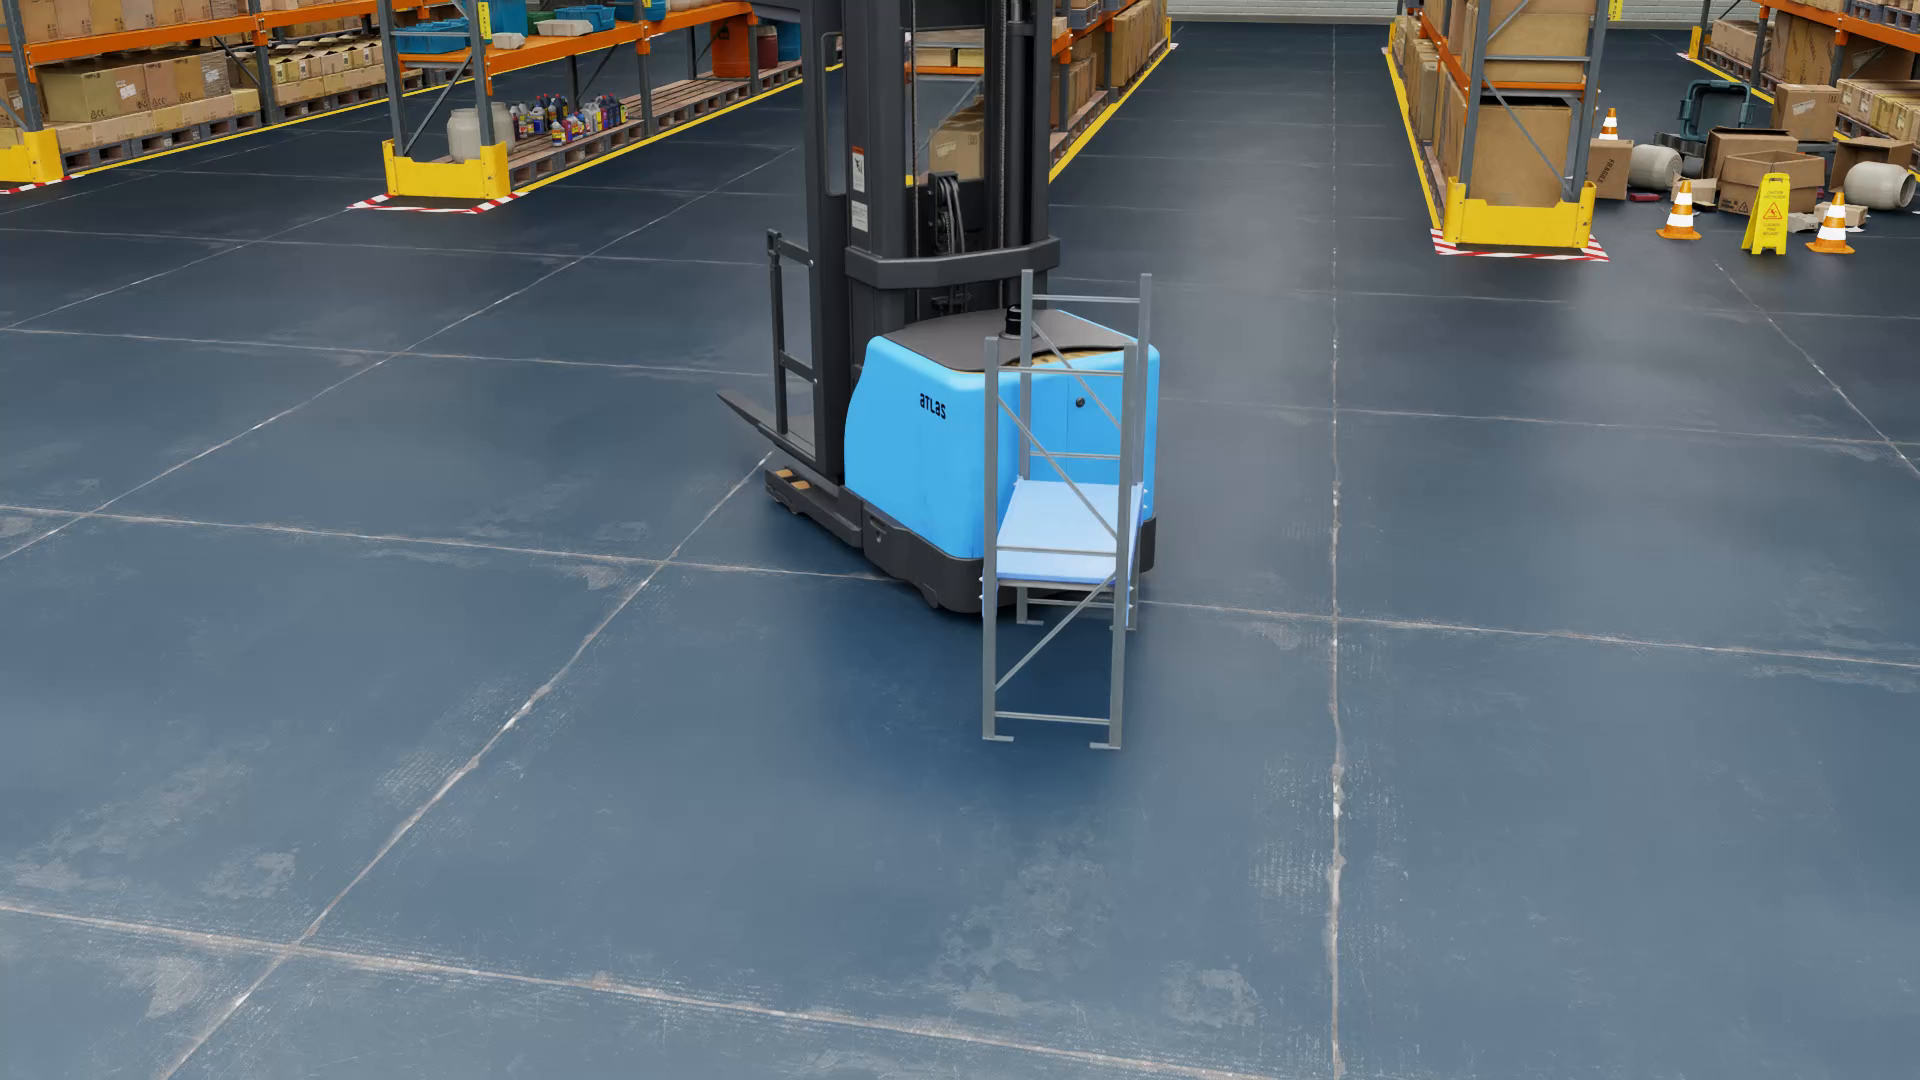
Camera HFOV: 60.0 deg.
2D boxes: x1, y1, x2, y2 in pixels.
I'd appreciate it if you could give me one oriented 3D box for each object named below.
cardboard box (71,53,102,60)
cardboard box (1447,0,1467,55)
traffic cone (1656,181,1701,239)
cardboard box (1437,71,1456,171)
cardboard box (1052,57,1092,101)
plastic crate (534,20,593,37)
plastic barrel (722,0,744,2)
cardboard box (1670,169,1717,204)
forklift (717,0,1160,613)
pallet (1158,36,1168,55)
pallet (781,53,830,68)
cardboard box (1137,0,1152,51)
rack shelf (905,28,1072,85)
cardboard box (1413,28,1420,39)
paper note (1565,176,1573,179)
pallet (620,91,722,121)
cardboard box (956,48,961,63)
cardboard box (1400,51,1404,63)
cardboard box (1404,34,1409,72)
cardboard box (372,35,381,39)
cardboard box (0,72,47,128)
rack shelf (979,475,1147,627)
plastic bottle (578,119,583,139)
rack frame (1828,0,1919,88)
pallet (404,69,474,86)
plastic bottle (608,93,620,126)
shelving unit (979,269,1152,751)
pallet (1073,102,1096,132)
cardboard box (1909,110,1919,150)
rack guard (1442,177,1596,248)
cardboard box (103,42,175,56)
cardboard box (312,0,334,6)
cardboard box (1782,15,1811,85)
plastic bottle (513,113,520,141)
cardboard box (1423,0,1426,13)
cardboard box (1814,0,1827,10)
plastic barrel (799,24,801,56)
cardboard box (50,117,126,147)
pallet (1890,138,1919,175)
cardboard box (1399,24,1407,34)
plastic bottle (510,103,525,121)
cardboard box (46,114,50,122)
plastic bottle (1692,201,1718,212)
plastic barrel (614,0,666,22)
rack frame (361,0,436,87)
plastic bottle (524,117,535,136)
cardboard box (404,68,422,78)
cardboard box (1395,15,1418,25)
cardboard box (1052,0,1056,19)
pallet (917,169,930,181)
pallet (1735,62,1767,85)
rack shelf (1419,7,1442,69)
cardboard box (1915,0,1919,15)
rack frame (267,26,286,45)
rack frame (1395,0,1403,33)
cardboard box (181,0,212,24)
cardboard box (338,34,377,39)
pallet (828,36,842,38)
[{"bbox_3d":[-13.116,-7.199,24.470,0.700,0.500,0.500,5,22,12],"label":"cardboard box"},{"bbox_3d":[5.167,-4.953,15.937,0.875,0.550,0.550,4,22,11],"label":"cardboard box"},{"bbox_3d":[6.228,-2.857,14.329,0.336,0.463,0.334,4,22,11],"label":"traffic cone"},{"bbox_3d":[5.169,-4.066,16.215,0.875,0.875,0.875,5,22,11],"label":"cardboard box"},{"bbox_3d":[1.310,-5.883,21.203,0.700,0.500,0.500,3,22,6],"label":"cardboard box"},{"bbox_3d":[-4.221,-5.468,17.769,0.530,0.136,0.437,4,22,11],"label":"plastic crate"},{"bbox_3d":[-3.119,-7.537,22.370,0.600,0.536,0.708,4,22,11],"label":"plastic barrel"},{"bbox_3d":[6.998,-3.374,15.875,0.396,0.266,0.258,8,23,20],"label":"cardboard box"},{"bbox_3d":[-0.315,-1.561,7.807,1.130,2.935,3.031,-12,25,-28],"label":"forklift"},{"bbox_3d":[3.073,-8.623,28.981,1.003,0.211,1.213,4,22,11],"label":"pallet"},{"bbox_3d":[-2.703,-7.557,26.335,1.003,0.211,1.213,4,22,11],"label":"pallet"},{"bbox_3d":[2.557,-8.196,26.472,0.875,0.875,0.875,4,22,11],"label":"cardboard box"},{"bbox_3d":[0.303,-4.761,16.623,1.077,0.370,4.000,4,22,11],"label":"rack shelf"},{"bbox_3d":[6.338,-6.713,22.286,0.500,0.250,0.500,5,22,12],"label":"cardboard box"},{"bbox_3d":[6.295,-3.719,17.046,0.147,0.020,0.142,-11,25,-26],"label":"paper note"},{"bbox_3d":[-3.769,-5.648,21.594,1.003,0.211,1.213,4,22,11],"label":"pallet"},{"bbox_3d":[-0.197,-4.458,15.244,0.380,0.149,0.250,4,22,11],"label":"cardboard box"},{"bbox_3d":[6.925,-7.379,25.413,0.380,0.149,0.250,5,22,12],"label":"cardboard box"},{"bbox_3d":[6.768,-7.122,24.306,0.500,0.500,0.500,5,23,13],"label":"cardboard box"},{"bbox_3d":[-8.036,-7.015,23.623,0.500,0.311,0.500,5,22,12],"label":"cardboard box"},{"bbox_3d":[-9.984,-4.606,17.389,0.500,0.500,0.500,4,22,11],"label":"cardboard box"},{"bbox_3d":[0.409,0.021,6.276,0.538,0.185,1.000,3,22,8],"label":"rack shelf"},{"bbox_3d":[-4.168,-4.484,18.129,0.097,0.201,0.097,0,22,0],"label":"plastic bottle"},{"bbox_3d":[11.229,-6.533,20.061,1.000,3.000,0.127,4,22,11],"label":"rack frame"},{"bbox_3d":[-7.980,-7.022,25.007,1.003,0.211,1.213,4,22,11],"label":"pallet"},{"bbox_3d":[-3.987,-4.921,19.015,0.144,0.351,0.185,4,22,9],"label":"plastic bottle"},{"bbox_3d":[0.409,-0.146,6.208,0.538,1.500,1.048,3,22,8],"label":"shelving unit"},{"bbox_3d":[1.115,-5.265,20.644,1.003,0.211,1.213,4,22,11],"label":"pallet"},{"bbox_3d":[10.517,-4.238,17.318,0.950,0.372,0.625,5,22,12],"label":"cardboard box"},{"bbox_3d":[4.725,-2.780,14.087,1.175,0.500,0.348,4,22,11],"label":"rack guard"},{"bbox_3d":[-12.741,-7.878,25.715,0.750,0.750,0.750,4,22,10],"label":"cardboard box"},{"bbox_3d":[-8.604,-7.284,21.792,0.500,0.500,0.500,4,22,11],"label":"cardboard box"},{"bbox_3d":[11.820,-6.642,22.612,0.875,0.875,0.875,5,22,12],"label":"cardboard box"},{"bbox_3d":[-4.826,-4.472,17.989,0.061,0.283,0.133,4,22,11],"label":"plastic bottle"},{"bbox_3d":[6.006,-6.777,20.531,0.500,0.500,0.500,5,22,12],"label":"cardboard box"},{"bbox_3d":[11.167,-6.857,21.064,0.500,0.250,0.500,5,22,12],"label":"cardboard box"},{"bbox_3d":[-2.633,-8.153,26.329,0.600,0.901,0.708,4,22,11],"label":"plastic barrel"},{"bbox_3d":[-9.377,-4.401,17.885,0.500,0.250,0.500,4,22,11],"label":"cardboard box"},{"bbox_3d":[10.570,-4.062,17.657,1.003,0.211,1.213,4,22,11],"label":"pallet"},{"bbox_3d":[7.191,-8.118,26.452,0.380,0.149,0.250,4,22,9],"label":"cardboard box"},{"bbox_3d":[-4.872,-4.623,18.274,0.144,0.351,0.185,5,23,13],"label":"plastic bottle"},{"bbox_3d":[-9.892,-4.441,17.985,0.500,0.250,0.500,4,22,11],"label":"cardboard box"},{"bbox_3d":[6.927,-3.114,15.504,0.133,0.061,0.283,-3,22,-8],"label":"plastic bottle"},{"bbox_3d":[-3.762,-6.554,19.442,0.600,0.901,0.708,4,22,11],"label":"plastic barrel"},{"bbox_3d":[-8.170,-8.045,23.815,1.000,3.000,0.127,4,22,11],"label":"rack frame"},{"bbox_3d":[-4.745,-4.560,18.318,0.097,0.201,0.097,0,22,0],"label":"plastic bottle"},{"bbox_3d":[-8.038,-6.754,23.726,0.500,0.250,0.500,5,22,12],"label":"cardboard box"},{"bbox_3d":[7.555,-8.782,28.102,0.380,0.149,0.250,3,22,8],"label":"cardboard box"},{"bbox_3d":[0.559,-5.851,17.833,0.875,0.500,0.500,4,22,11],"label":"cardboard box"},{"bbox_3d":[0.111,-3.392,15.993,1.003,0.211,1.213,4,22,11],"label":"pallet"},{"bbox_3d":[12.277,-6.975,24.890,1.003,0.211,1.213,4,22,11],"label":"pallet"},{"bbox_3d":[5.954,-5.809,19.224,1.077,0.370,4.000,4,22,11],"label":"rack shelf"},{"bbox_3d":[10.384,-5.644,17.626,0.380,0.149,0.250,5,22,11],"label":"cardboard box"},{"bbox_3d":[-12.204,-9.885,28.382,1.000,3.000,0.127,4,22,11],"label":"rack frame"},{"bbox_3d":[7.995,-9.800,28.171,1.000,3.000,0.127,4,22,11],"label":"rack frame"},{"bbox_3d":[-9.172,-6.273,19.280,0.700,0.500,0.500,4,22,10],"label":"cardboard box"},{"bbox_3d":[-8.564,-7.056,23.726,0.500,0.311,0.500,5,23,13],"label":"cardboard box"},{"bbox_3d":[-1.895,-9.000,29.918,1.003,0.211,1.213,4,22,11],"label":"pallet"}]
